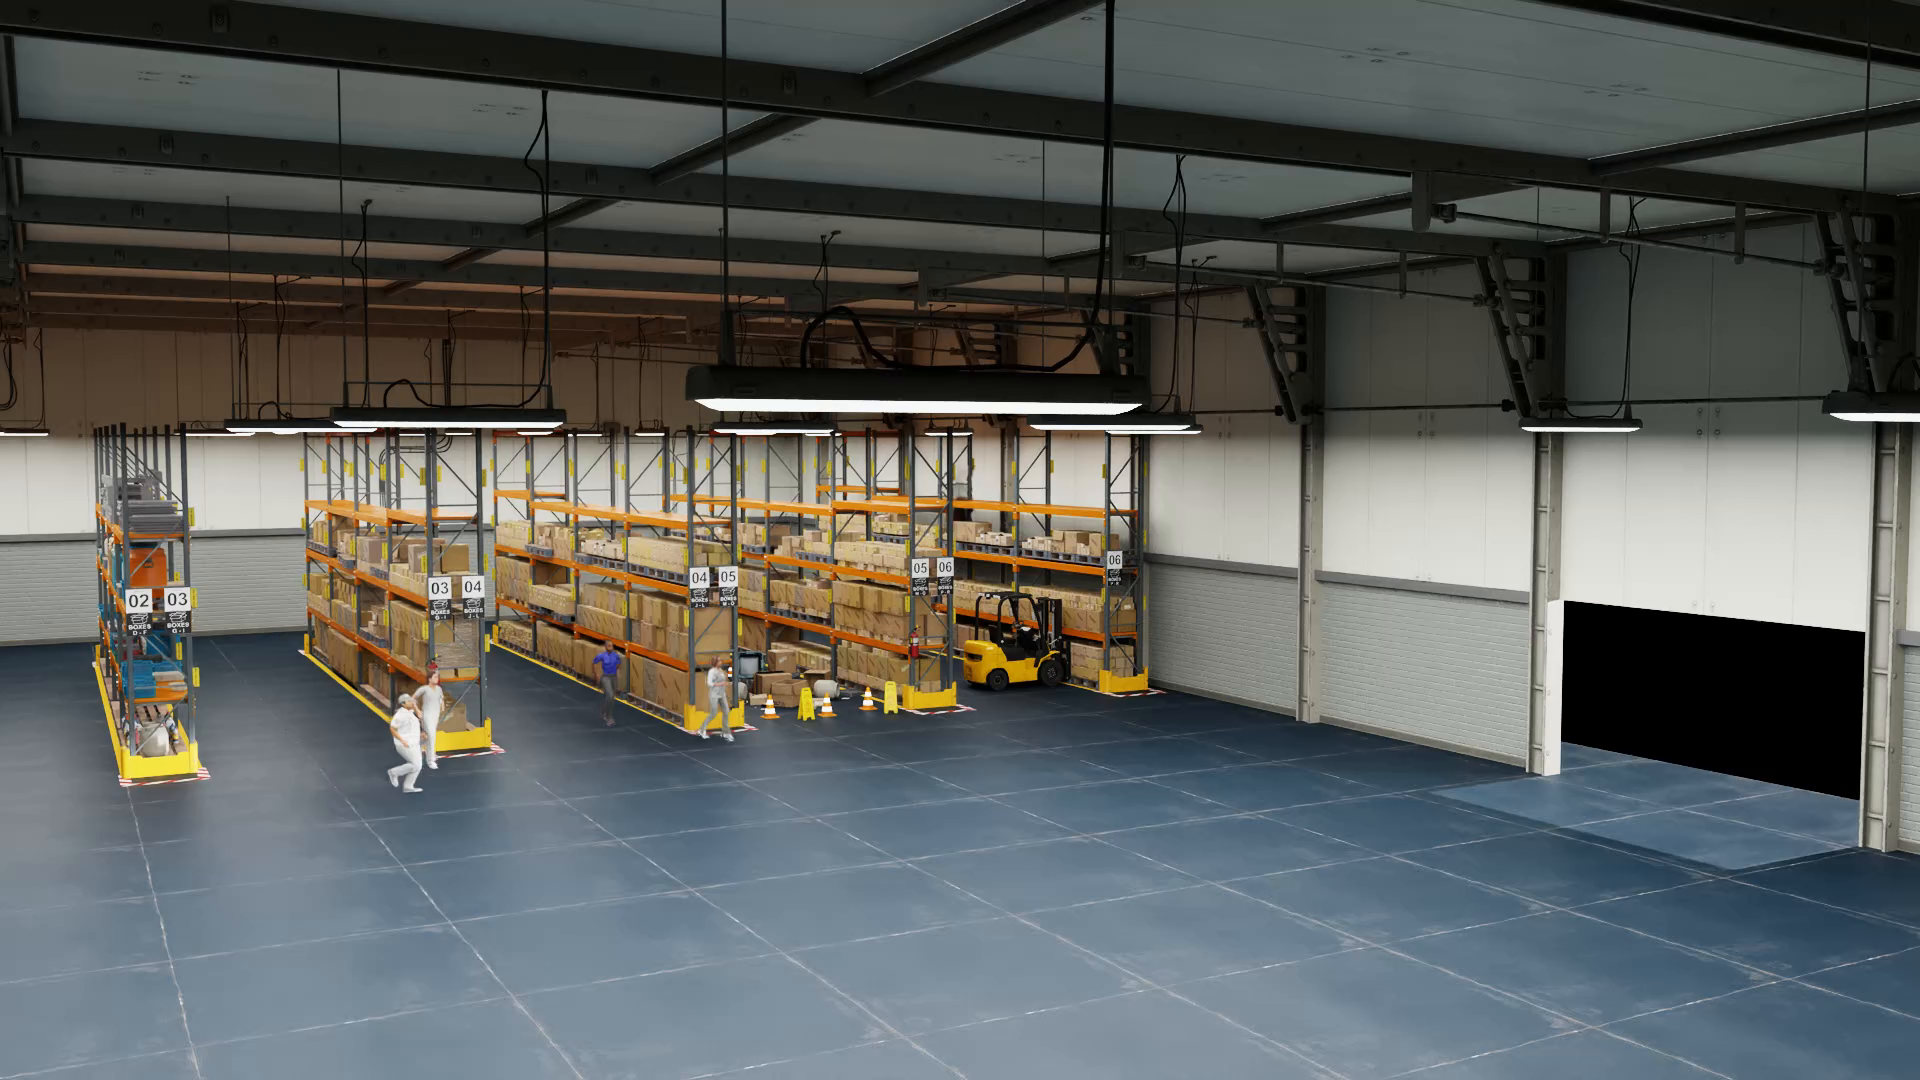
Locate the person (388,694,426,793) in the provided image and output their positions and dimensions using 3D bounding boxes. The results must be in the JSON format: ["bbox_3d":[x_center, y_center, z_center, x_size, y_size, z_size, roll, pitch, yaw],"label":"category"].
[{"bbox_3d":[-8.943,3.291,26.910,0.542,1.612,0.621,0,3,1],"label":"person"}]

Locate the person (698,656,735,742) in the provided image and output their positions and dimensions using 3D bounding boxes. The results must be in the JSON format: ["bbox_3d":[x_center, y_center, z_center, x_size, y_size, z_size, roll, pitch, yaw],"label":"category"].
[{"bbox_3d":[-4.629,3.005,31.521,0.723,1.639,0.538,2,4,26],"label":"person"}]

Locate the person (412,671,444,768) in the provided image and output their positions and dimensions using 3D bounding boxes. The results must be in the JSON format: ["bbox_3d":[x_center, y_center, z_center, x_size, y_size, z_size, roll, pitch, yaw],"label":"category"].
[{"bbox_3d":[-9.369,3.136,29.321,0.864,1.664,0.604,2,4,31],"label":"person"}]

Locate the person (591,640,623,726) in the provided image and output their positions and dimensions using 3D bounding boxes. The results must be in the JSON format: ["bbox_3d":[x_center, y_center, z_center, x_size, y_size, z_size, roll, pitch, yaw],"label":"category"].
[{"bbox_3d":[-7.068,2.872,33.463,0.752,1.720,0.545,3,5,45],"label":"person"}]
